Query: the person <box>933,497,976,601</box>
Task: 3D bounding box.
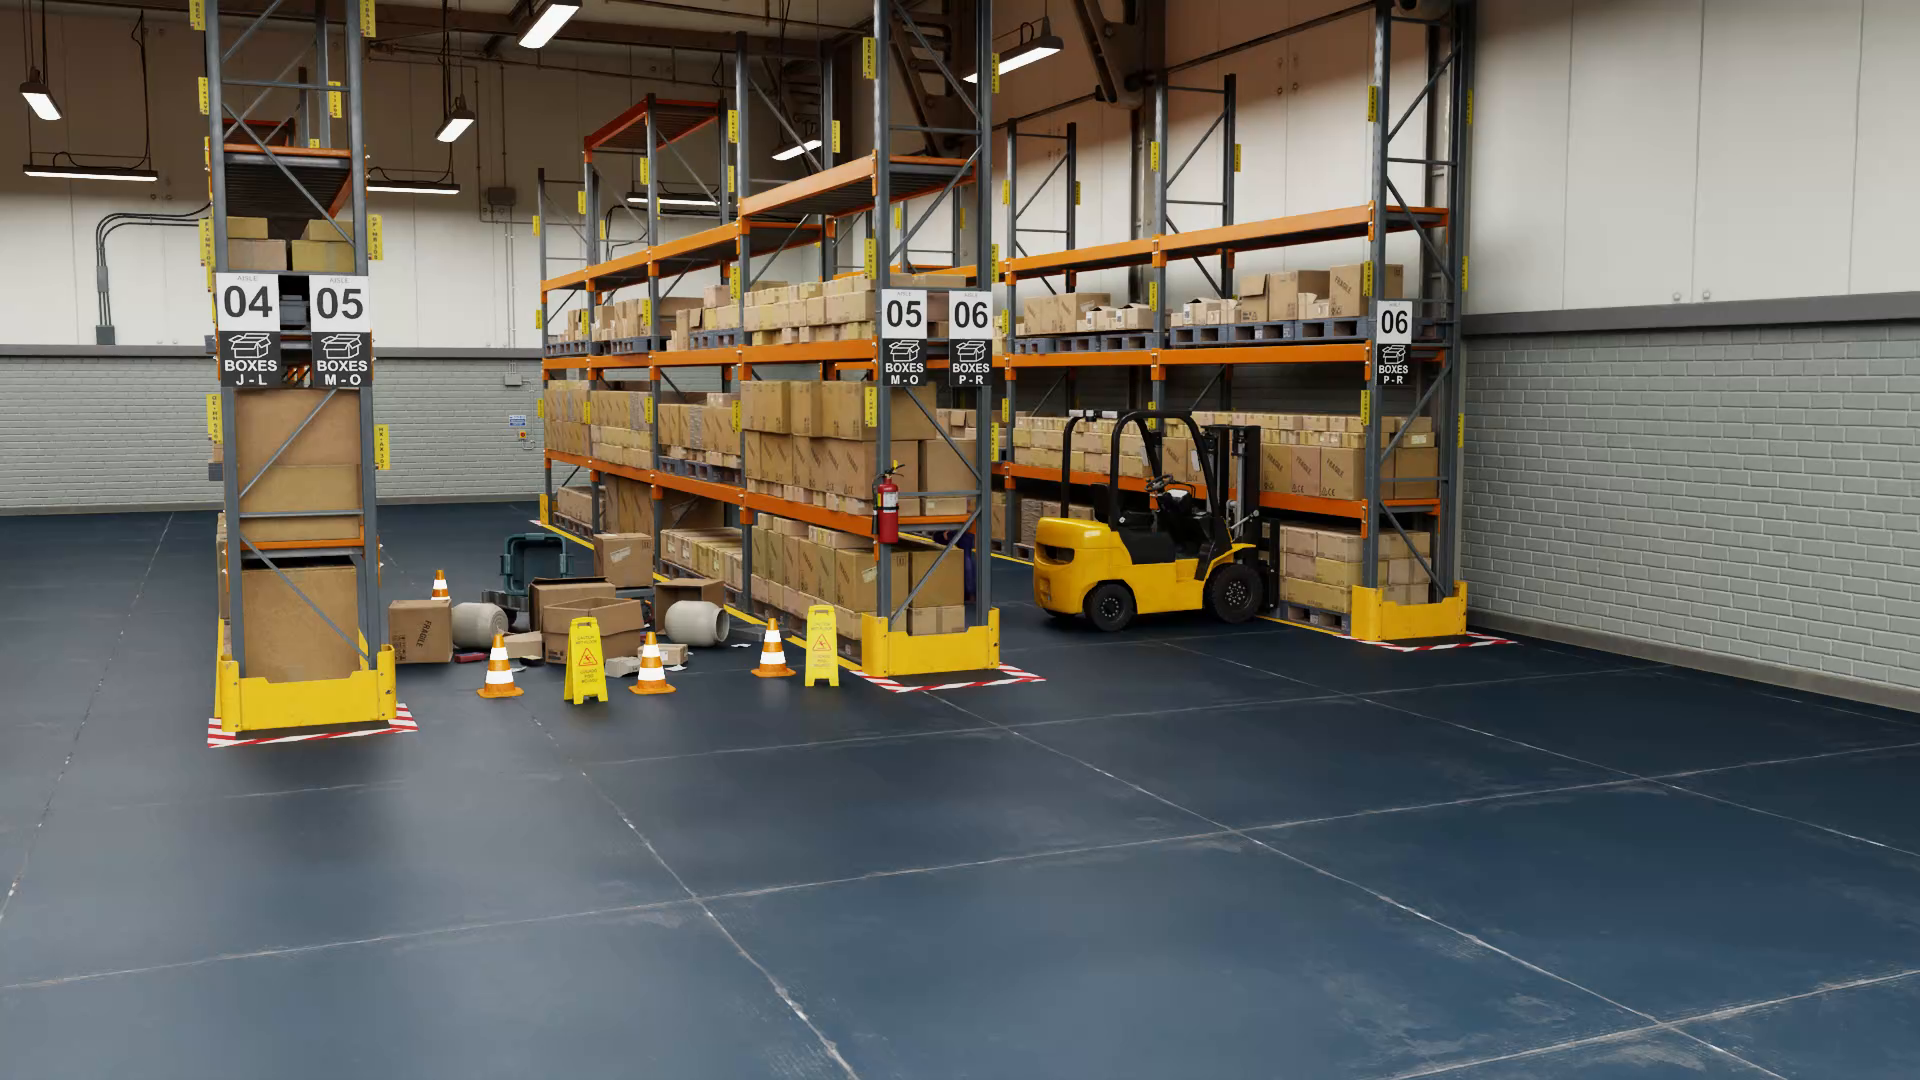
[{"bbox_3d":[-0.050,-0.108,18.396,0.507,1.684,0.615,-5,7,-39],"label":"person"}]
